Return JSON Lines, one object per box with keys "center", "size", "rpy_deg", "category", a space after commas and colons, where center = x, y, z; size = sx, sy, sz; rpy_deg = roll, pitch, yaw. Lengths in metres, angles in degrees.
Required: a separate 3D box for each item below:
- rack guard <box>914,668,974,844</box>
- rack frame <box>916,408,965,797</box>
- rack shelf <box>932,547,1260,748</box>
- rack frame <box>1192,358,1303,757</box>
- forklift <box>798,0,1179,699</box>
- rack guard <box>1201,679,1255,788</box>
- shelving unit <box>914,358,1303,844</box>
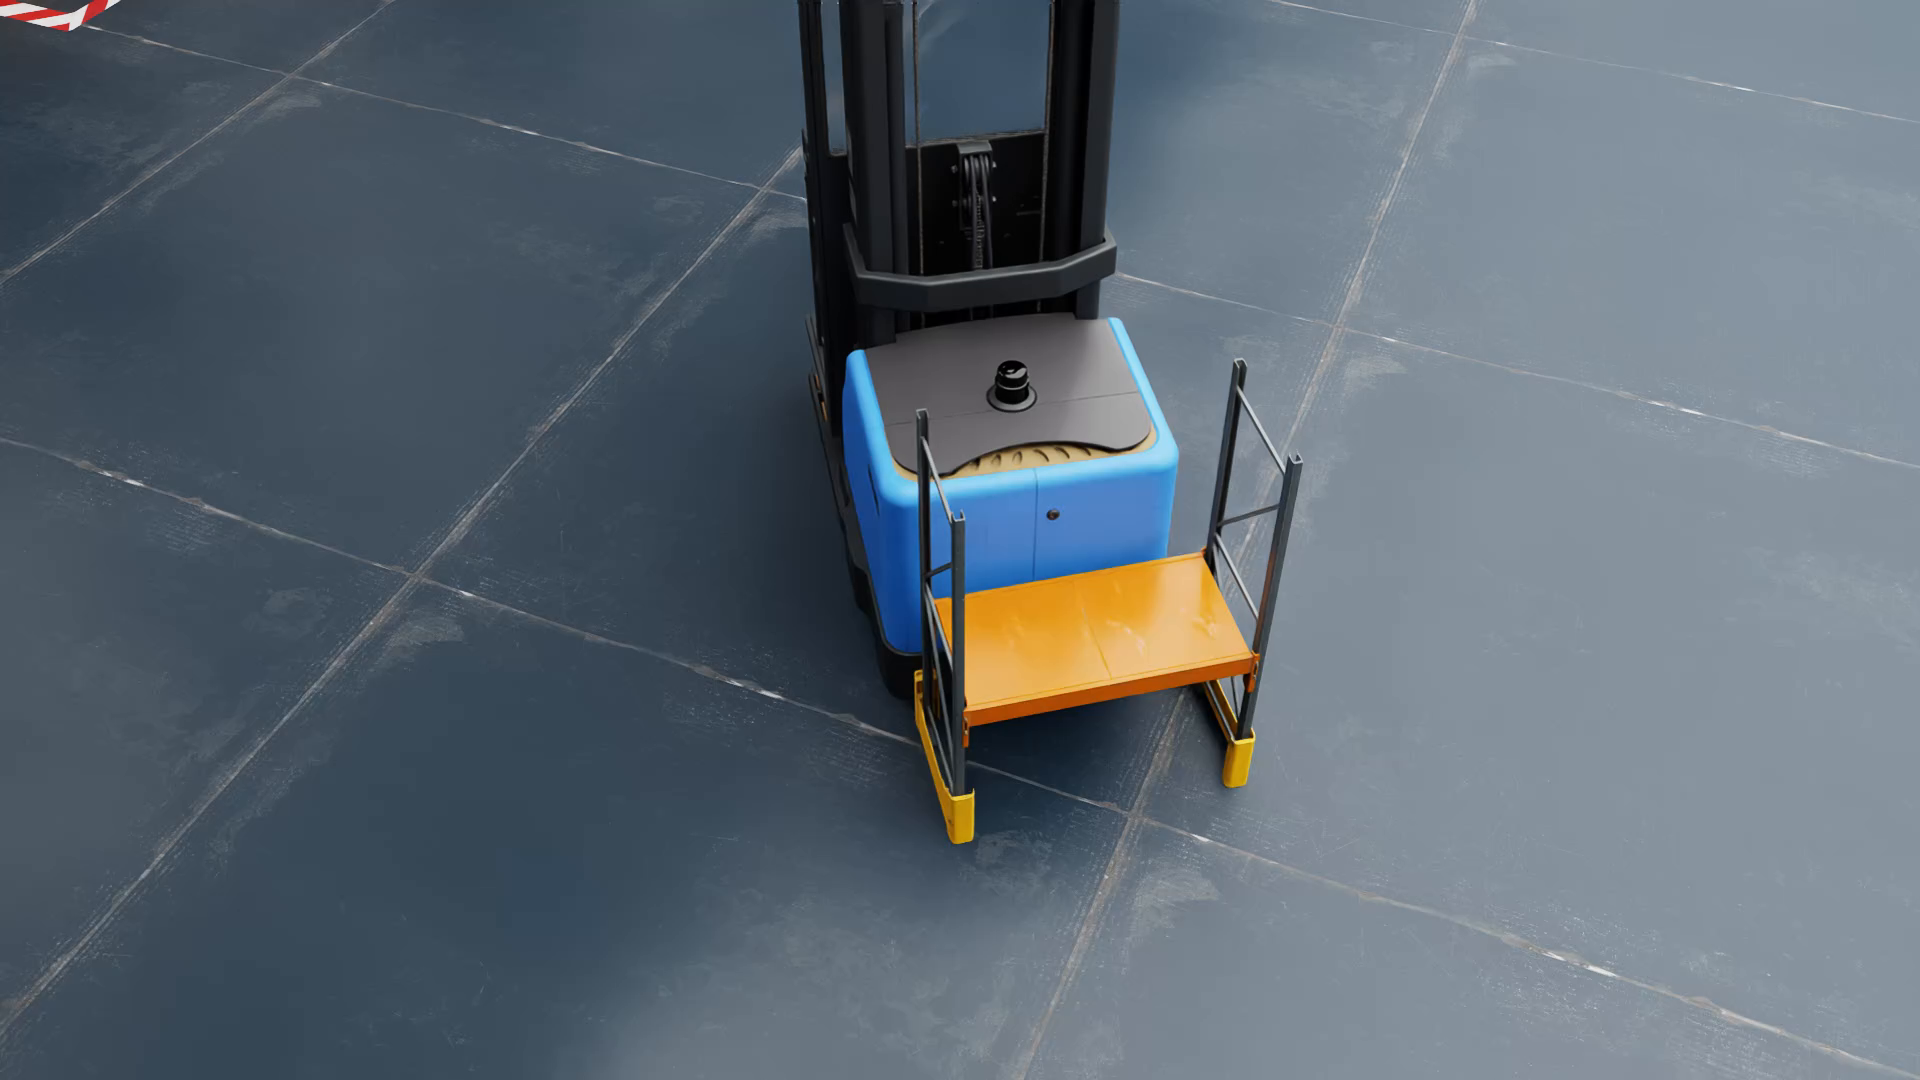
{"center": [-0.058, 0.750, 5.819], "size": [0.087, 0.250, 0.587], "rpy_deg": [-10, 46, -10], "category": "rack guard"}
{"center": [-0.059, 0.307, 5.378], "size": [0.032, 1.500, 0.500], "rpy_deg": [-10, 46, -10], "category": "rack frame"}
{"center": [0.435, 0.349, 5.591], "size": [1.000, 0.185, 0.538], "rpy_deg": [-10, 46, -10], "category": "rack shelf"}
{"center": [0.928, 0.136, 5.550], "size": [0.032, 1.500, 0.500], "rpy_deg": [-10, 46, -10], "category": "rack frame"}
{"center": [-0.048, -1.515, 6.195], "size": [1.130, 2.935, 3.031], "rpy_deg": [-8, 45, -8], "category": "forklift"}
{"center": [0.909, 0.582, 5.988], "size": [0.087, 0.250, 0.587], "rpy_deg": [-10, 46, -10], "category": "rack guard"}
{"center": [0.426, 0.223, 5.463], "size": [1.083, 1.500, 0.587], "rpy_deg": [-10, 46, -10], "category": "shelving unit"}
